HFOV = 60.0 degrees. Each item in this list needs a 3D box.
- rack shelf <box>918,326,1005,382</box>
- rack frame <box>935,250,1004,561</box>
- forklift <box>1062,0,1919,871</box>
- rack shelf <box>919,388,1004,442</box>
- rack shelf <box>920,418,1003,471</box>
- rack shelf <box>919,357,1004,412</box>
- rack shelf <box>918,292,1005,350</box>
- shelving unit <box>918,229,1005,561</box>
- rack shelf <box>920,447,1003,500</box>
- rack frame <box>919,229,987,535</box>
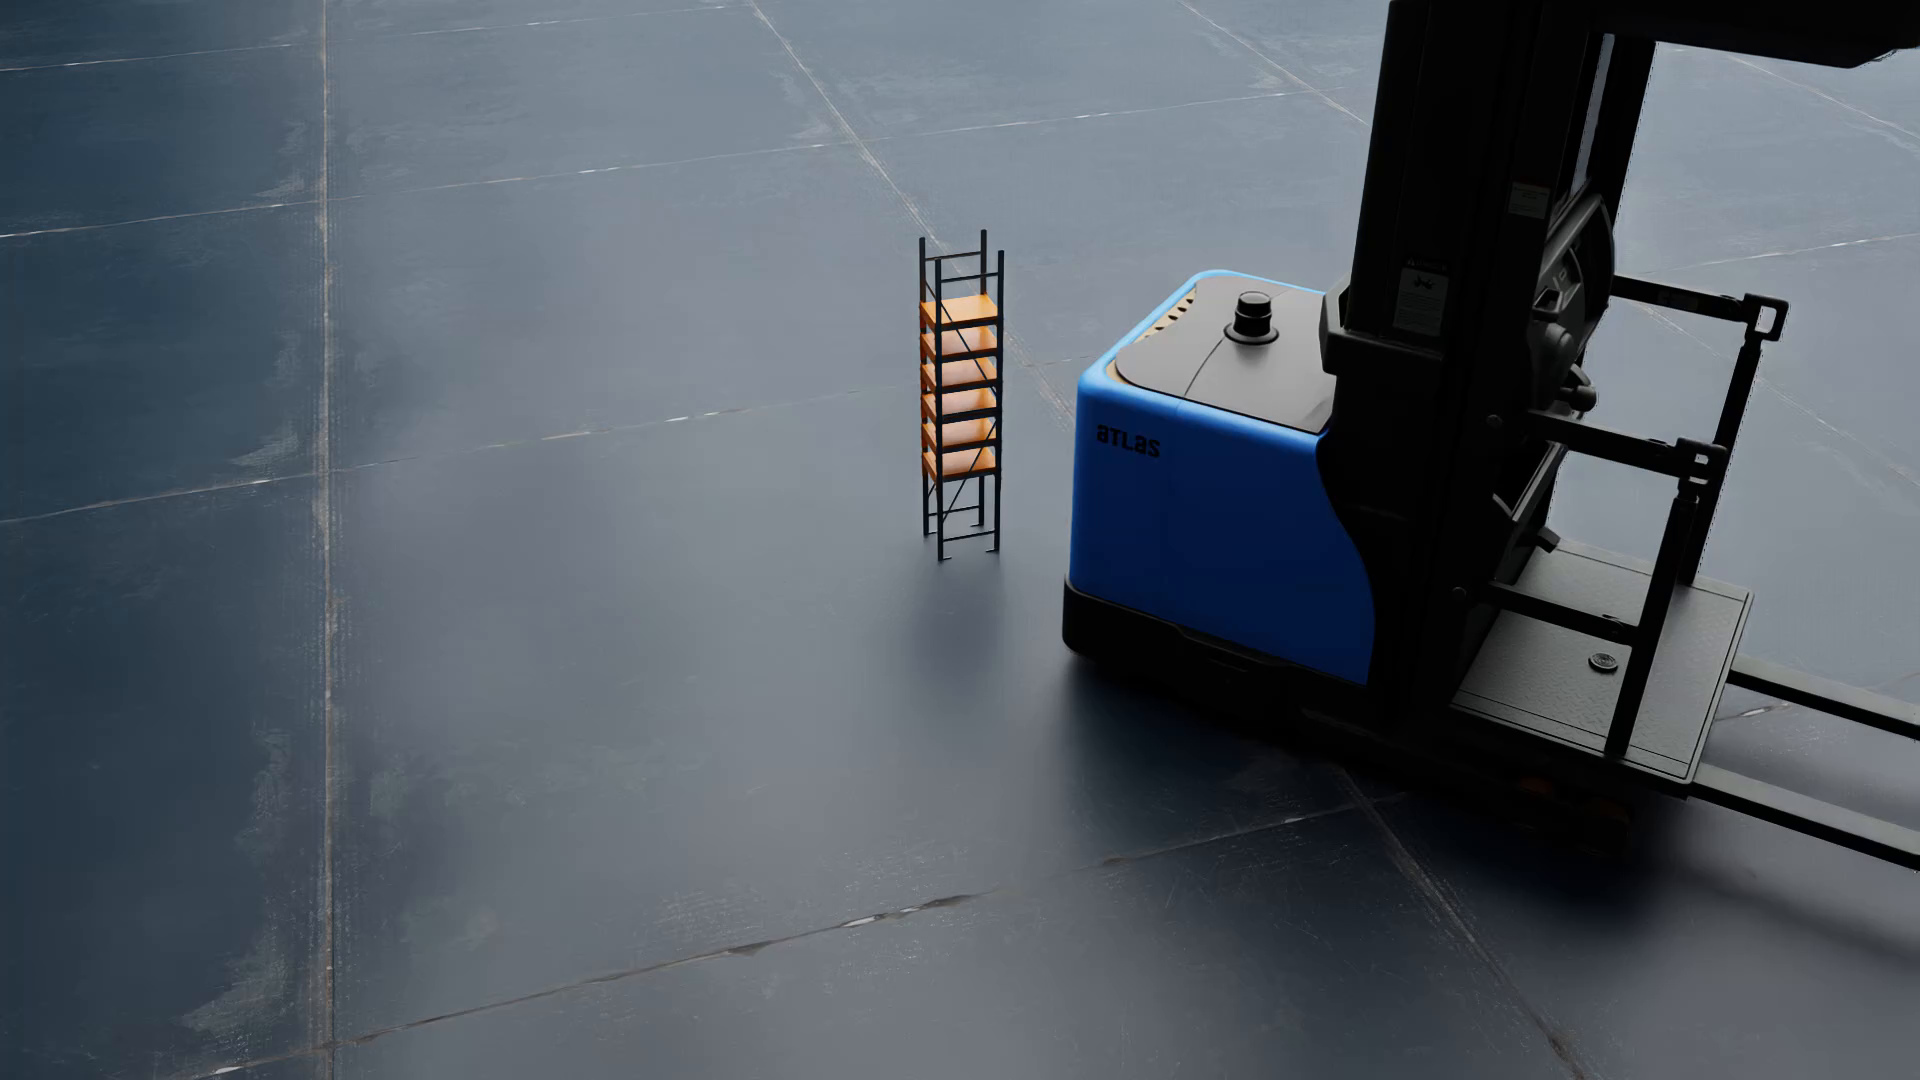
[{"bbox_3d":[0.004,-0.656,5.800,0.258,0.103,0.180,-10,35,-15],"label":"rack shelf"},{"bbox_3d":[0.032,-0.445,5.835,0.240,1.200,0.006,-10,35,-15],"label":"rack frame"},{"bbox_3d":[1.876,-0.637,4.556,3.031,2.935,1.130,18,38,25],"label":"forklift"},{"bbox_3d":[0.004,-0.456,5.932,0.258,0.103,0.180,-10,35,-15],"label":"rack shelf"},{"bbox_3d":[0.004,-0.356,5.998,0.258,0.103,0.180,-10,35,-15],"label":"rack shelf"},{"bbox_3d":[0.004,-0.556,5.866,0.258,0.103,0.180,-10,35,-15],"label":"rack shelf"},{"bbox_3d":[0.004,-0.756,5.734,0.258,0.103,0.180,-10,35,-15],"label":"rack shelf"},{"bbox_3d":[0.004,-0.493,5.908,0.258,1.200,0.189,-10,35,-15],"label":"shelving unit"},{"bbox_3d":[0.004,-0.256,6.065,0.258,0.103,0.180,-10,35,-15],"label":"rack shelf"},{"bbox_3d":[-0.023,-0.541,5.980,0.240,1.200,0.006,-10,35,-15],"label":"rack frame"}]
